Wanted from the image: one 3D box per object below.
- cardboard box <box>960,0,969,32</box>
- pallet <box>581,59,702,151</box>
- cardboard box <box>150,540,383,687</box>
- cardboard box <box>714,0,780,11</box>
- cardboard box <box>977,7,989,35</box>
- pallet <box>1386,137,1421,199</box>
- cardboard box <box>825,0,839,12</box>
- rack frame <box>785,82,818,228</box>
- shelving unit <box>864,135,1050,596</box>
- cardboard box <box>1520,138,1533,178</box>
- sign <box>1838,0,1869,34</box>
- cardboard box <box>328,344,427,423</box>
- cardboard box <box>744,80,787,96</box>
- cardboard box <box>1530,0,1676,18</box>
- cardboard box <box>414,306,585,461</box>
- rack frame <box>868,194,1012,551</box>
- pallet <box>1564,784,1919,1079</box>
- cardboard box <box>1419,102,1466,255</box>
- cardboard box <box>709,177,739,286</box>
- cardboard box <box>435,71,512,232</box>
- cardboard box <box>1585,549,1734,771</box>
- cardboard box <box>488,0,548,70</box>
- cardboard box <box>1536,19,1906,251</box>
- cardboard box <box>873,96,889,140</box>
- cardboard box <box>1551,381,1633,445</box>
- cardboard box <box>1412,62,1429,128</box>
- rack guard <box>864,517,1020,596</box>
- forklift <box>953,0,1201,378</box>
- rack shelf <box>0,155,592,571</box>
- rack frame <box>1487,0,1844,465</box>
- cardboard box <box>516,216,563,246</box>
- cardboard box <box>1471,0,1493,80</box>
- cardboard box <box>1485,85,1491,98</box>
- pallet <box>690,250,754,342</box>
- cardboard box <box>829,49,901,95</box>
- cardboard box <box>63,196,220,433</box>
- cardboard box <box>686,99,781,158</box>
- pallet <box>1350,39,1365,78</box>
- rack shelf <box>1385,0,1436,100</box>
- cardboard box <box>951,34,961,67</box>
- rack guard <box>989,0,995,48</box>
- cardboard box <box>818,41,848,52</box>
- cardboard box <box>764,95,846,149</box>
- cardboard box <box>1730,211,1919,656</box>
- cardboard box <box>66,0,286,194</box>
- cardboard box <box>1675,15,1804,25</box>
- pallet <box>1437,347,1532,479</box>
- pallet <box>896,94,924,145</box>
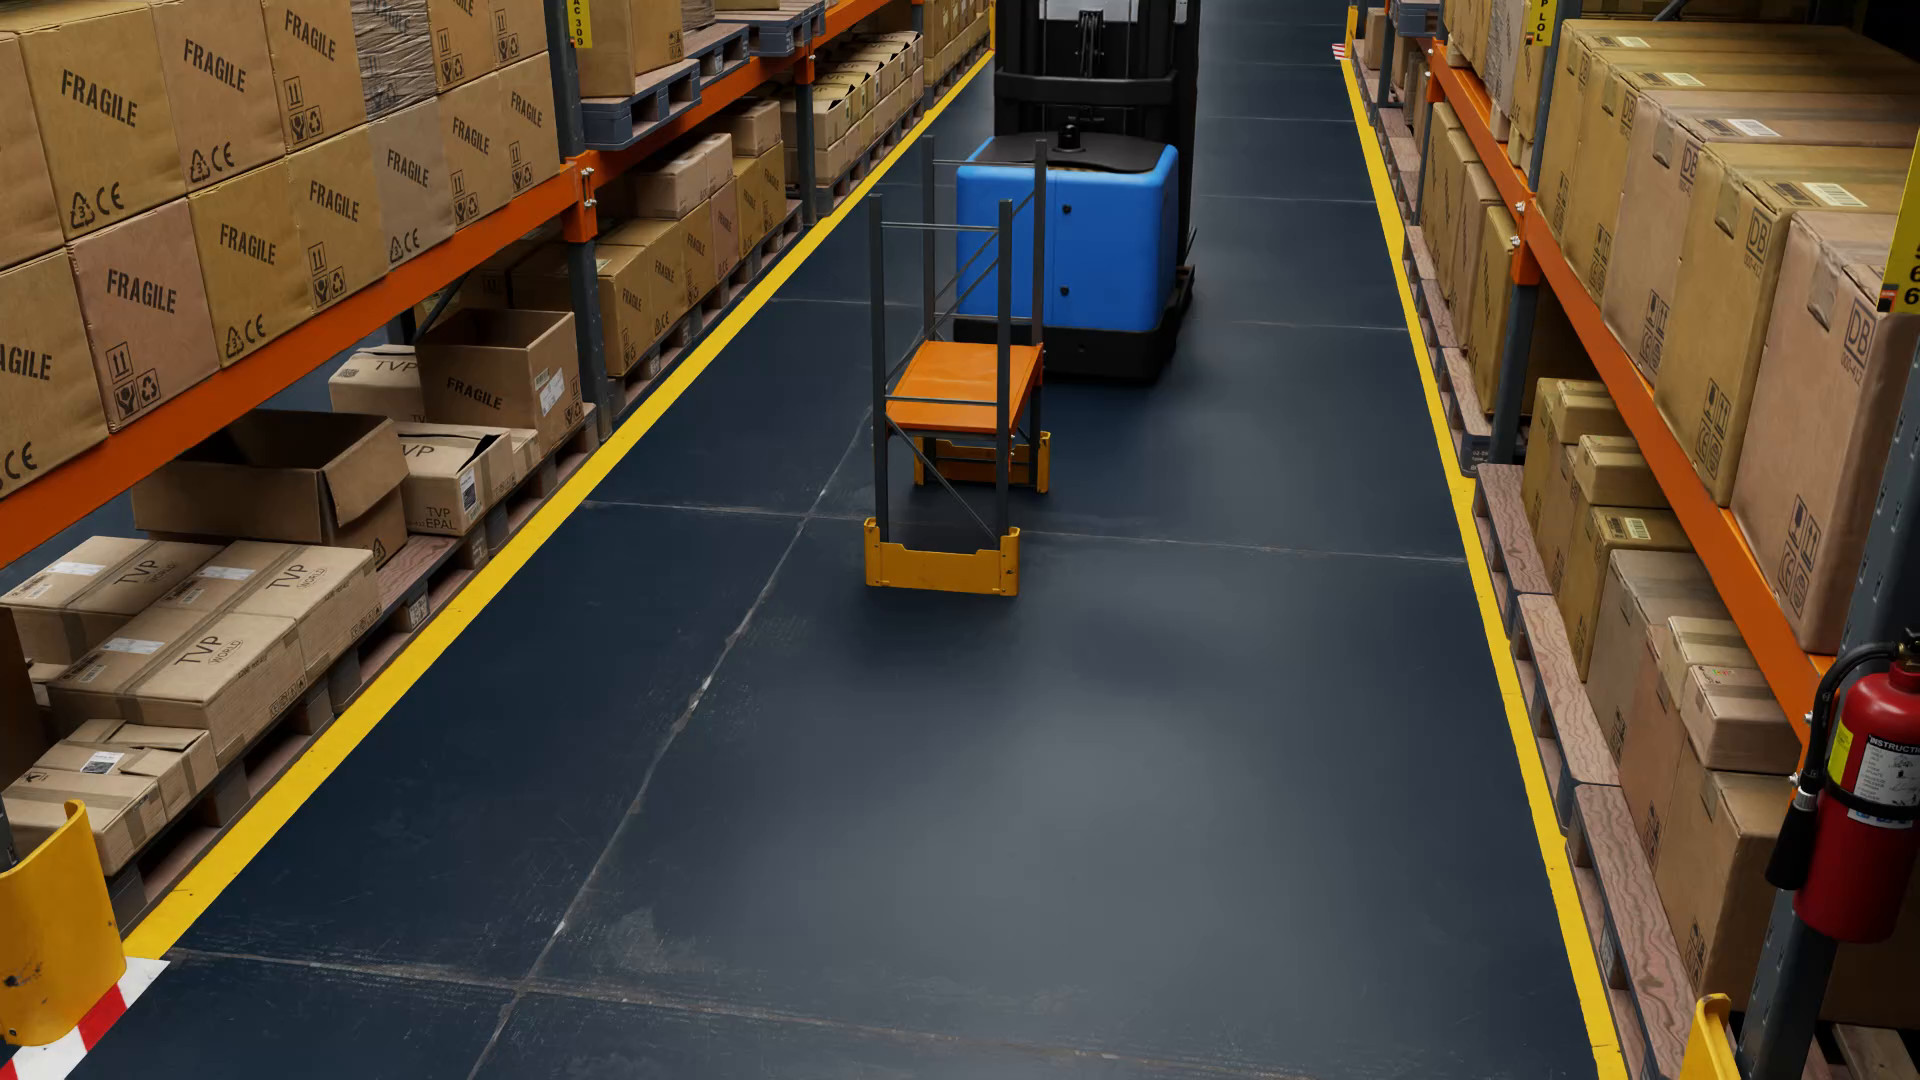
[{"bbox_3d":[-0.197,-5.292,16.381,0.500,0.500,0.500,4,25,9],"label":"cardboard box"},{"bbox_3d":[-1.894,-2.102,7.928,1.003,0.211,1.213,4,25,9],"label":"pallet"},{"bbox_3d":[-2.254,0.231,5.443,0.500,0.250,0.500,4,25,9],"label":"cardboard box"},{"bbox_3d":[-1.470,-3.499,10.074,0.700,0.500,0.500,-4,25,-9],"label":"cardboard box"},{"bbox_3d":[0.033,-5.581,17.883,0.500,0.250,0.500,4,25,9],"label":"cardboard box"},{"bbox_3d":[3.740,-2.766,12.410,1.003,0.211,1.213,4,25,9],"label":"pallet"},{"bbox_3d":[-1.142,-3.855,11.553,0.500,0.311,0.500,4,25,8],"label":"cardboard box"},{"bbox_3d":[-1.479,-3.535,10.764,1.000,3.000,0.127,4,25,9],"label":"rack frame"},{"bbox_3d":[0.012,-0.711,6.500,0.587,1.500,1.083,4,25,9],"label":"shelving unit"},{"bbox_3d":[2.531,-1.577,6.853,0.380,0.149,0.250,4,25,9],"label":"cardboard box"},{"bbox_3d":[3.303,-1.911,6.179,0.100,0.325,0.005,4,25,9],"label":"sign"},{"bbox_3d":[-2.414,-0.683,7.324,0.500,0.311,0.500,4,25,9],"label":"cardboard box"},{"bbox_3d":[-1.558,-3.188,12.109,0.500,0.311,0.500,4,25,8],"label":"cardboard box"},{"bbox_3d":[2.579,-2.262,6.668,0.500,0.250,0.500,5,25,10],"label":"cardboard box"},{"bbox_3d":[-1.946,-0.671,7.075,0.500,0.500,0.500,4,25,9],"label":"cardboard box"},{"bbox_3d":[-0.069,-0.502,6.054,0.500,1.500,0.032,4,25,9],"label":"rack frame"},{"bbox_3d":[2.155,1.076,4.203,1.003,0.211,1.213,4,25,9],"label":"pallet"},{"bbox_3d":[3.159,-2.111,9.763,0.750,0.750,0.750,4,25,8],"label":"cardboard box"},{"bbox_3d":[-1.565,-1.758,9.398,0.500,0.500,0.500,3,25,7],"label":"cardboard box"},{"bbox_3d":[-2.044,-1.465,6.223,0.500,0.500,0.500,5,25,10],"label":"cardboard box"},{"bbox_3d":[2.280,0.375,4.864,0.700,0.500,0.500,3,25,7],"label":"cardboard box"},{"bbox_3d":[-1.960,-2.131,6.467,0.500,0.500,0.500,4,25,9],"label":"cardboard box"},{"bbox_3d":[2.650,-1.431,5.914,0.980,0.700,0.700,4,25,9],"label":"cardboard box"},{"bbox_3d":[-0.859,-3.321,13.055,0.500,0.250,0.500,5,25,10],"label":"cardboard box"},{"bbox_3d":[2.296,-0.436,5.831,0.380,0.149,0.250,5,26,10],"label":"cardboard box"},{"bbox_3d":[3.924,-3.405,12.915,0.700,0.500,0.500,4,25,7],"label":"cardboard box"},{"bbox_3d":[-0.069,0.063,6.320,0.587,0.250,0.087,4,25,9],"label":"rack guard"},{"bbox_3d":[0.782,-2.737,9.139,1.130,2.935,3.031,5,26,11],"label":"forklift"},{"bbox_3d":[-2.459,-0.700,5.555,1.077,0.370,4.000,4,25,9],"label":"rack shelf"},{"bbox_3d":[2.755,-1.520,6.460,1.000,3.000,0.127,4,25,9],"label":"rack frame"},{"bbox_3d":[-2.245,-1.362,8.550,0.500,0.500,0.500,4,25,9],"label":"cardboard box"},{"bbox_3d":[2.823,-2.553,8.173,0.500,0.500,0.500,5,25,10],"label":"cardboard box"},{"bbox_3d":[2.887,-2.325,8.451,0.380,0.149,0.250,4,25,9],"label":"cardboard box"},{"bbox_3d":[-1.840,-1.454,9.607,1.003,0.211,1.213,4,25,9],"label":"pallet"},{"bbox_3d":[-0.771,-3.791,13.397,0.500,0.311,0.500,4,25,8],"label":"cardboard box"},{"bbox_3d":[-2.374,-0.618,4.414,0.500,0.500,0.500,4,25,8],"label":"cardboard box"},{"bbox_3d":[-1.405,-2.511,10.120,0.500,0.250,0.500,5,26,11],"label":"cardboard box"},{"bbox_3d":[4.536,-4.907,16.985,1.003,0.211,1.213,4,25,9],"label":"pallet"},{"bbox_3d":[3.736,-3.704,11.974,1.077,0.370,4.000,4,25,9],"label":"rack shelf"},{"bbox_3d":[-0.277,-4.743,16.093,0.500,0.250,0.500,4,25,9],"label":"cardboard box"},{"bbox_3d":[-0.167,-5.759,18.463,1.175,0.500,0.348,4,25,9],"label":"rack guard"},{"bbox_3d":[-1.225,-4.042,13.934,0.500,0.311,0.500,4,25,8],"label":"cardboard box"},{"bbox_3d":[-1.103,-2.933,11.563,0.500,0.311,0.500,5,26,10],"label":"cardboard box"},{"bbox_3d":[2.175,-0.197,3.279,0.980,0.700,0.700,5,26,11],"label":"cardboard box"},{"bbox_3d":[-2.289,-1.283,4.655,0.500,0.500,0.500,4,25,9],"label":"cardboard box"},{"bbox_3d":[3.079,-1.884,6.745,0.500,0.500,0.500,3,25,7],"label":"cardboard box"},{"bbox_3d":[2.807,-0.585,7.752,1.003,0.211,1.213,4,25,9],"label":"pallet"},{"bbox_3d":[-0.907,-3.634,14.265,1.003,0.211,1.213,4,25,9],"label":"pallet"}]
